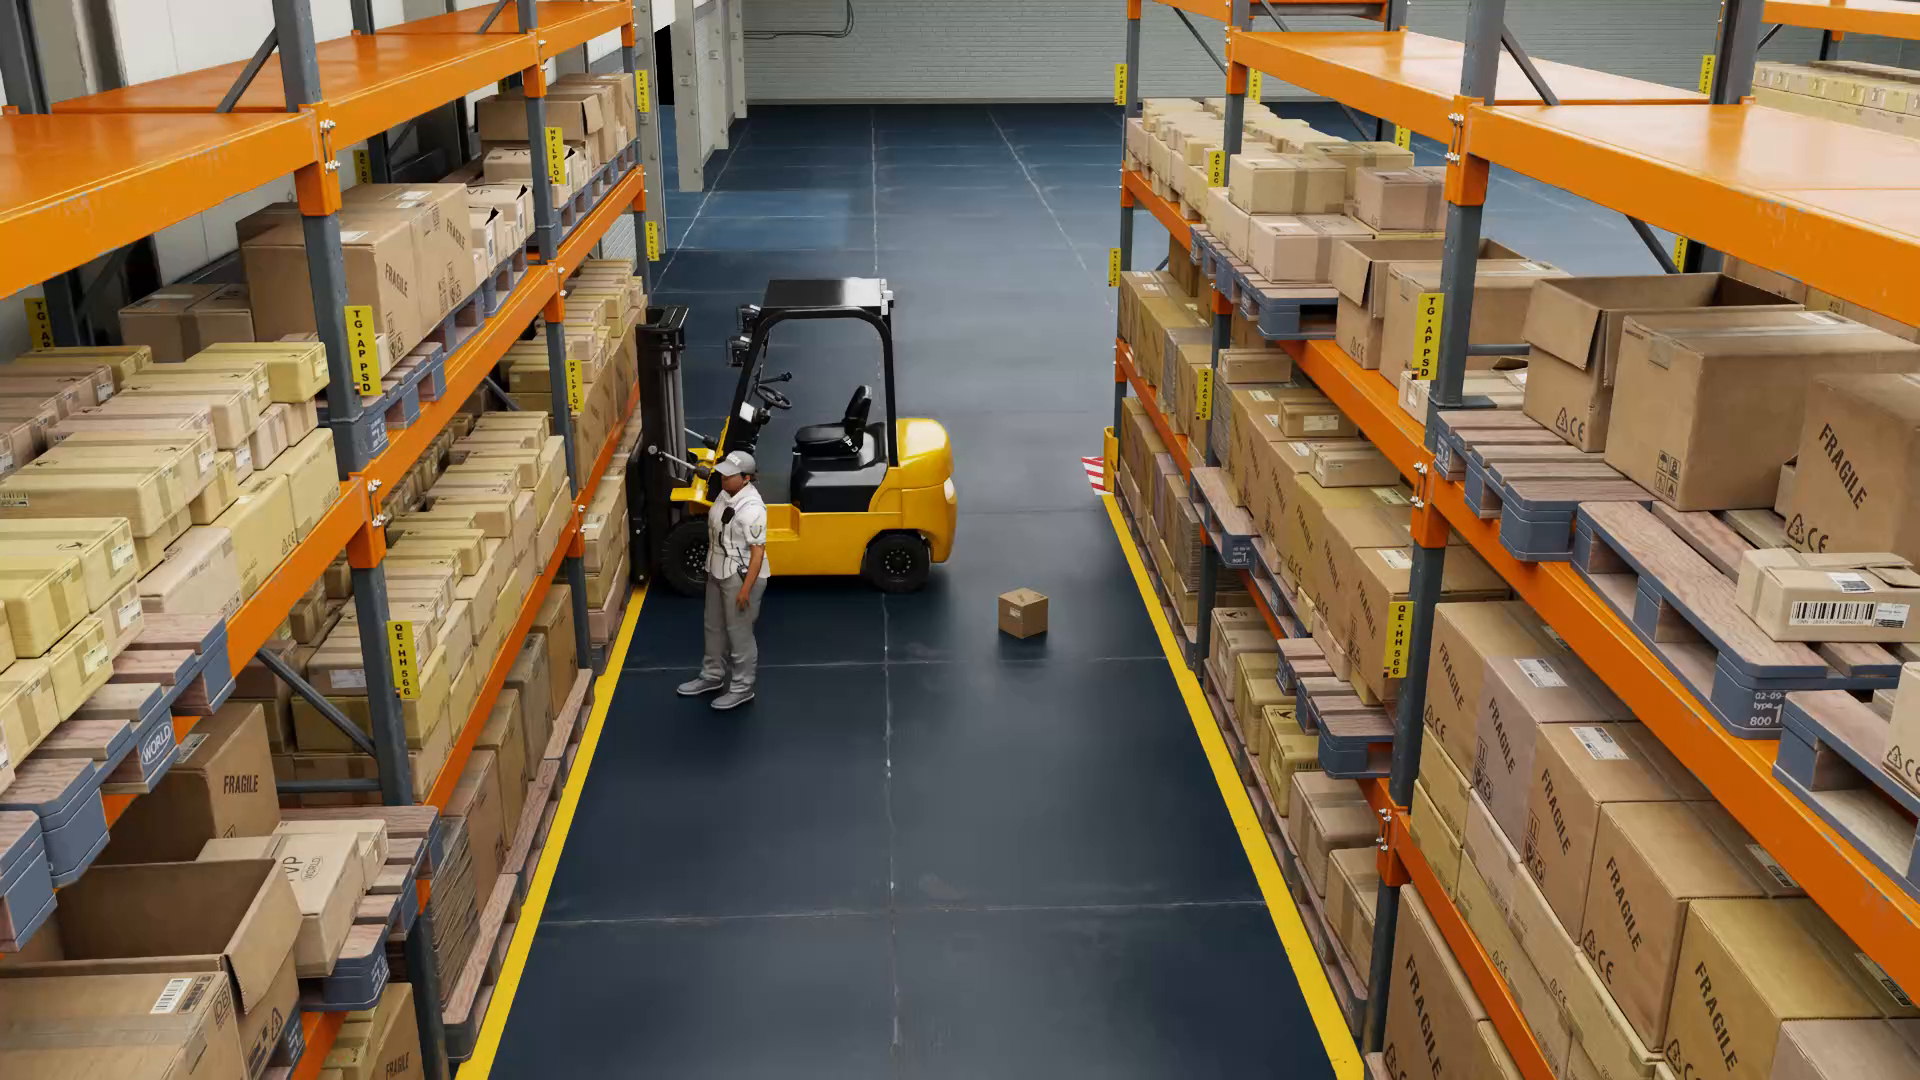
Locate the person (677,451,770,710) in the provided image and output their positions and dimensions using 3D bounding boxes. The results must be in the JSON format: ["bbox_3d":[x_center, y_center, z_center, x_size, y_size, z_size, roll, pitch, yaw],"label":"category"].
[{"bbox_3d":[-1.477,0.245,10.391,0.529,1.670,0.597,-11,23,-28],"label":"person"}]
